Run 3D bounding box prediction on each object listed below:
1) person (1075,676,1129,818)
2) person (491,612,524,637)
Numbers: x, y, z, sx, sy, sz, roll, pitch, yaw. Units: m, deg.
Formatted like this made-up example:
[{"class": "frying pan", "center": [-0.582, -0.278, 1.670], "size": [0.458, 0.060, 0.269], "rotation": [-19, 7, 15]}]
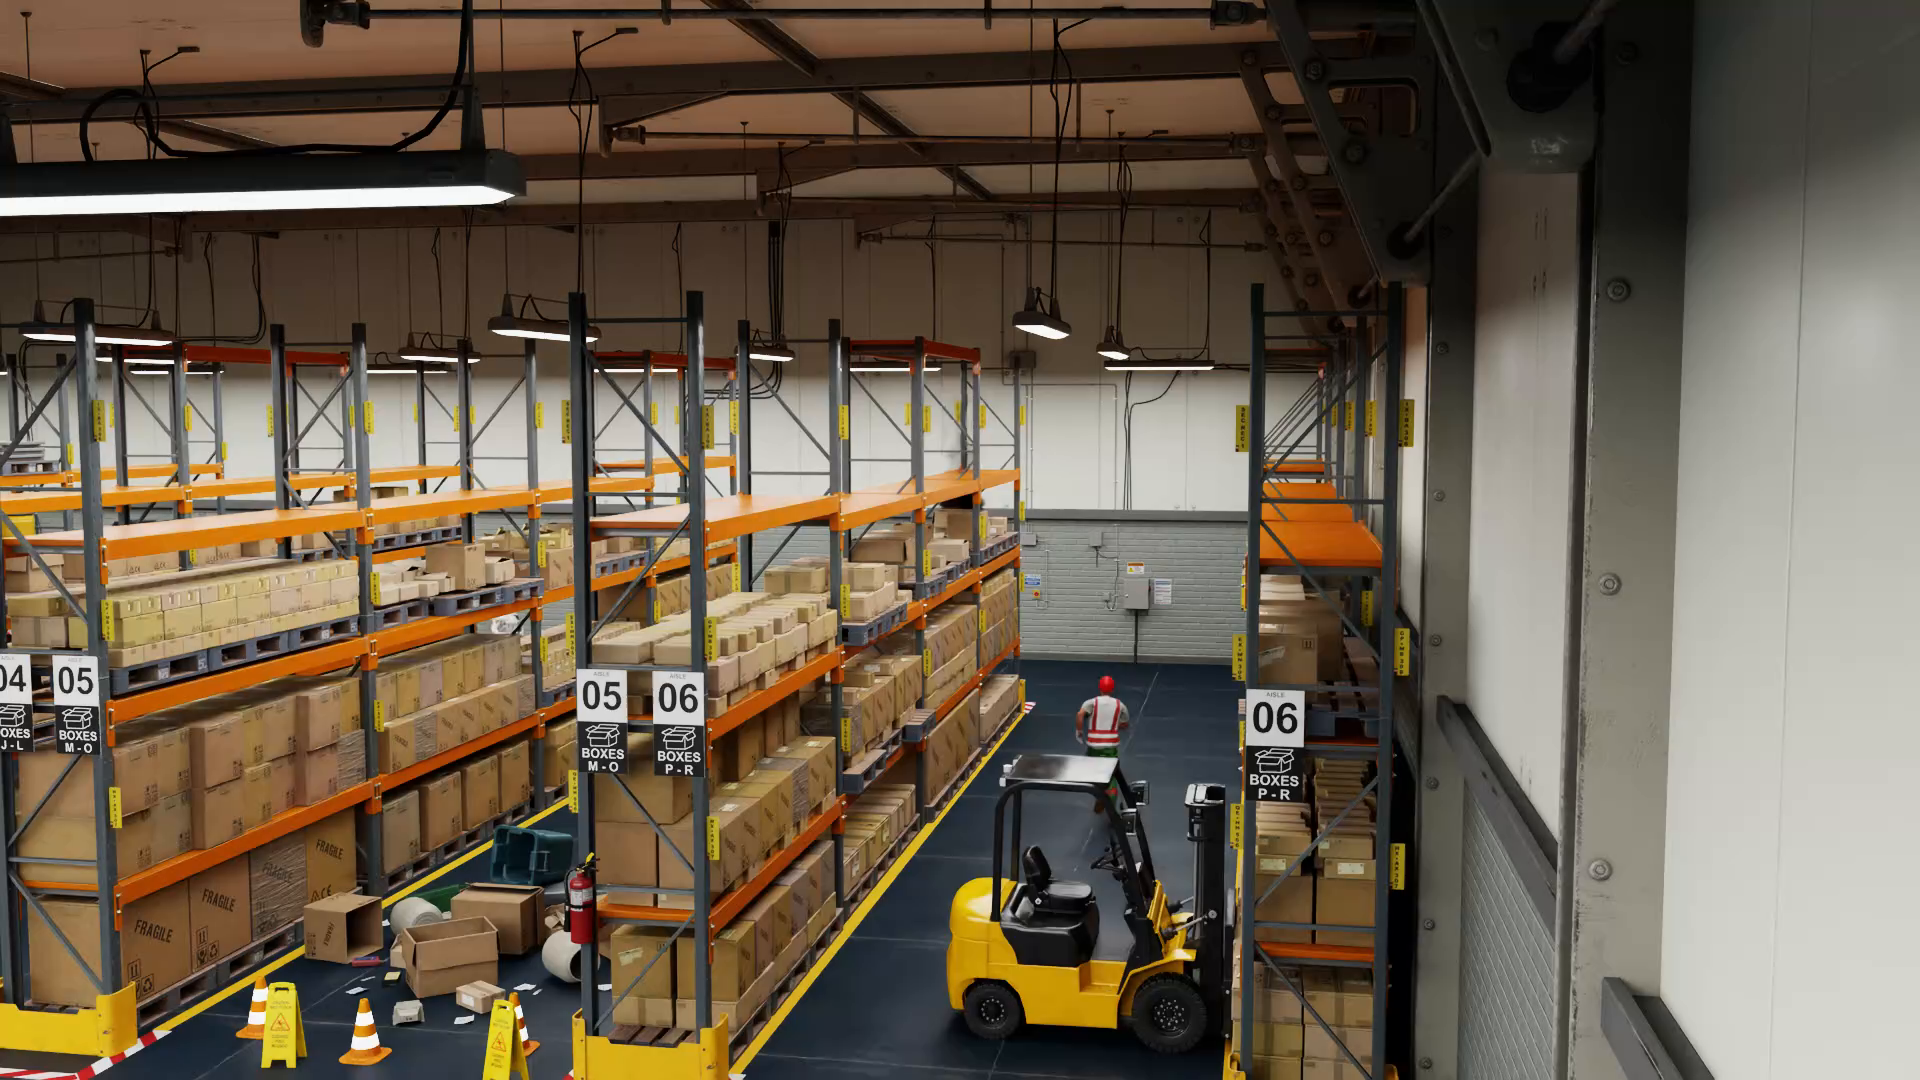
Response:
[{"class": "person", "center": [1.783, 2.593, 20.840], "size": [0.672, 1.783, 0.884], "rotation": [0, 5, 5]}, {"class": "person", "center": [-8.370, 1.867, 30.849], "size": [0.528, 1.663, 0.642], "rotation": [4, 6, 40]}]
